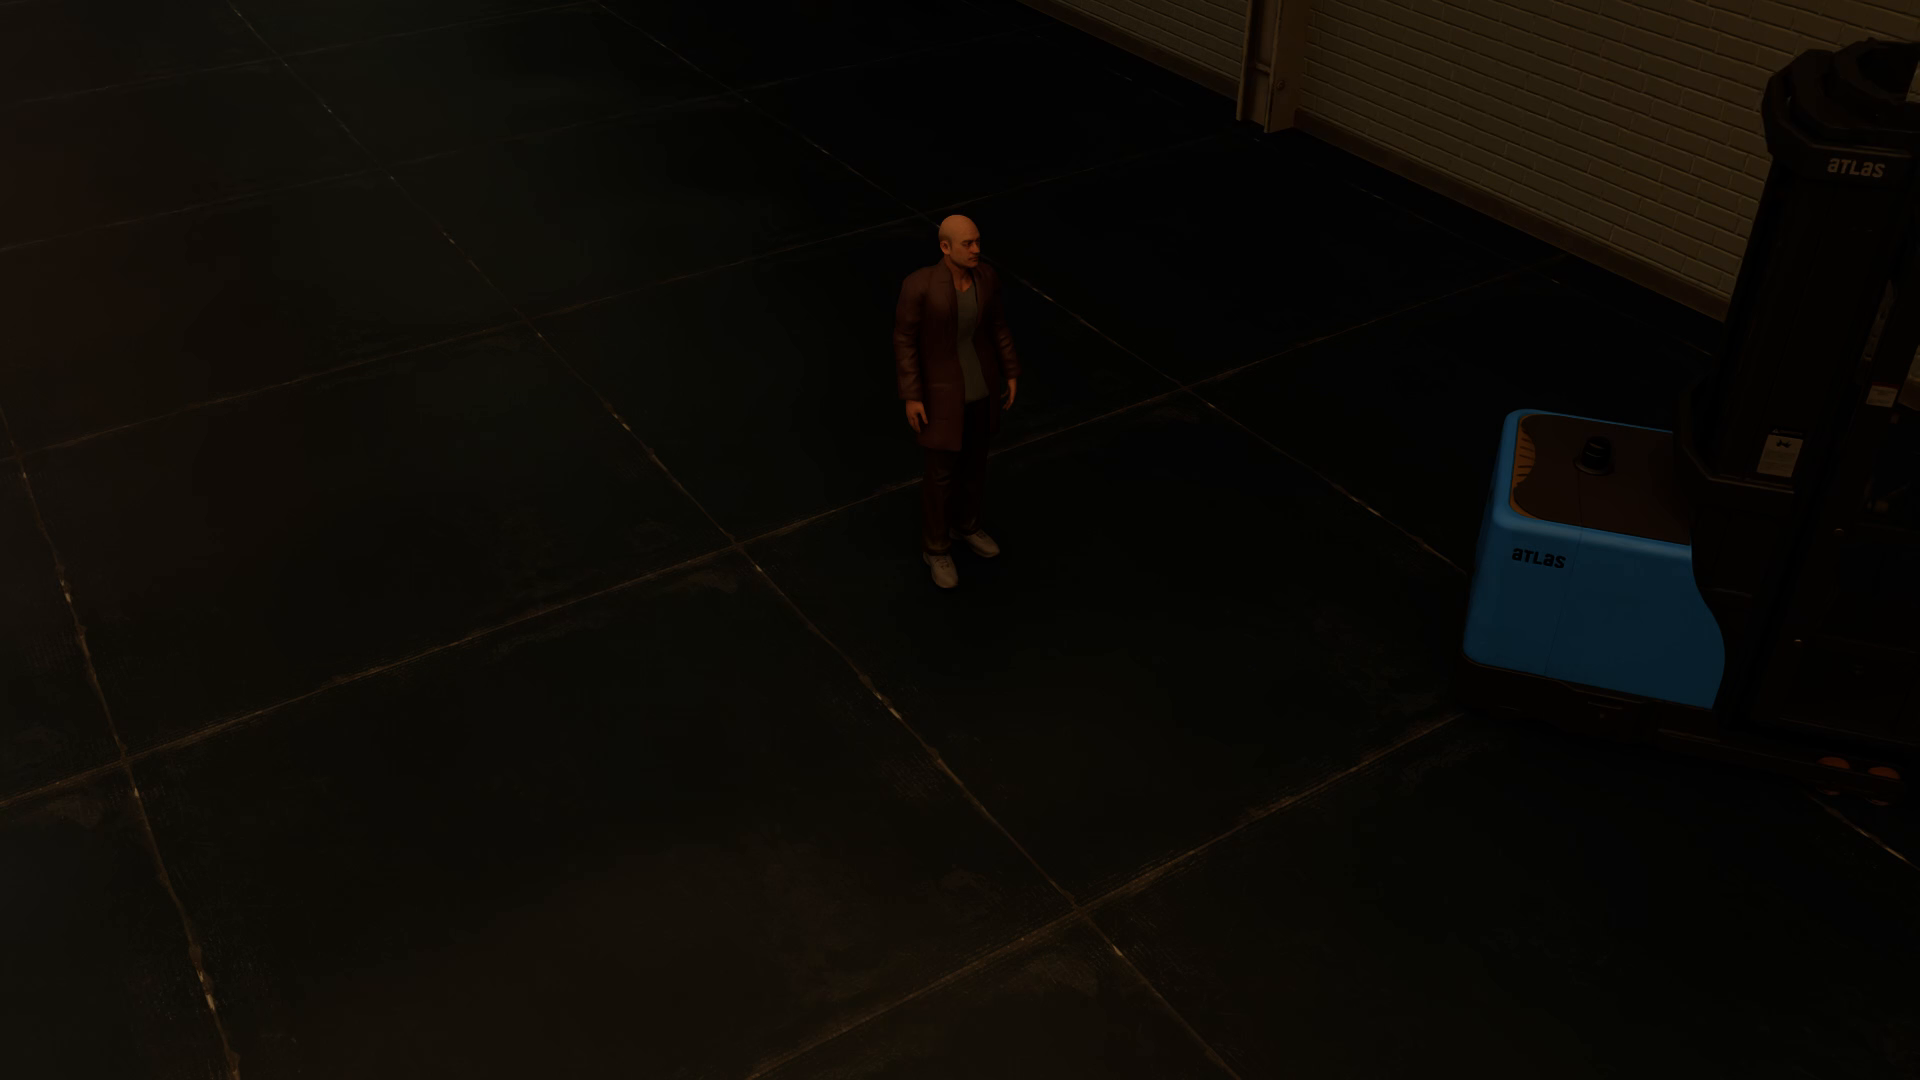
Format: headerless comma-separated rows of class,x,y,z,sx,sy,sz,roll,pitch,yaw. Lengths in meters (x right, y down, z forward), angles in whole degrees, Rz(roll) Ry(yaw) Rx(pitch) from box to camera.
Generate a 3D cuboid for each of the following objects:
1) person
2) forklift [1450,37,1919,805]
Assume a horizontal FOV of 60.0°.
person,0.047,-0.688,8.117,0.698,1.777,0.579,-21,40,-27
forklift,3.813,-0.414,6.737,3.031,2.935,1.130,11,37,15
